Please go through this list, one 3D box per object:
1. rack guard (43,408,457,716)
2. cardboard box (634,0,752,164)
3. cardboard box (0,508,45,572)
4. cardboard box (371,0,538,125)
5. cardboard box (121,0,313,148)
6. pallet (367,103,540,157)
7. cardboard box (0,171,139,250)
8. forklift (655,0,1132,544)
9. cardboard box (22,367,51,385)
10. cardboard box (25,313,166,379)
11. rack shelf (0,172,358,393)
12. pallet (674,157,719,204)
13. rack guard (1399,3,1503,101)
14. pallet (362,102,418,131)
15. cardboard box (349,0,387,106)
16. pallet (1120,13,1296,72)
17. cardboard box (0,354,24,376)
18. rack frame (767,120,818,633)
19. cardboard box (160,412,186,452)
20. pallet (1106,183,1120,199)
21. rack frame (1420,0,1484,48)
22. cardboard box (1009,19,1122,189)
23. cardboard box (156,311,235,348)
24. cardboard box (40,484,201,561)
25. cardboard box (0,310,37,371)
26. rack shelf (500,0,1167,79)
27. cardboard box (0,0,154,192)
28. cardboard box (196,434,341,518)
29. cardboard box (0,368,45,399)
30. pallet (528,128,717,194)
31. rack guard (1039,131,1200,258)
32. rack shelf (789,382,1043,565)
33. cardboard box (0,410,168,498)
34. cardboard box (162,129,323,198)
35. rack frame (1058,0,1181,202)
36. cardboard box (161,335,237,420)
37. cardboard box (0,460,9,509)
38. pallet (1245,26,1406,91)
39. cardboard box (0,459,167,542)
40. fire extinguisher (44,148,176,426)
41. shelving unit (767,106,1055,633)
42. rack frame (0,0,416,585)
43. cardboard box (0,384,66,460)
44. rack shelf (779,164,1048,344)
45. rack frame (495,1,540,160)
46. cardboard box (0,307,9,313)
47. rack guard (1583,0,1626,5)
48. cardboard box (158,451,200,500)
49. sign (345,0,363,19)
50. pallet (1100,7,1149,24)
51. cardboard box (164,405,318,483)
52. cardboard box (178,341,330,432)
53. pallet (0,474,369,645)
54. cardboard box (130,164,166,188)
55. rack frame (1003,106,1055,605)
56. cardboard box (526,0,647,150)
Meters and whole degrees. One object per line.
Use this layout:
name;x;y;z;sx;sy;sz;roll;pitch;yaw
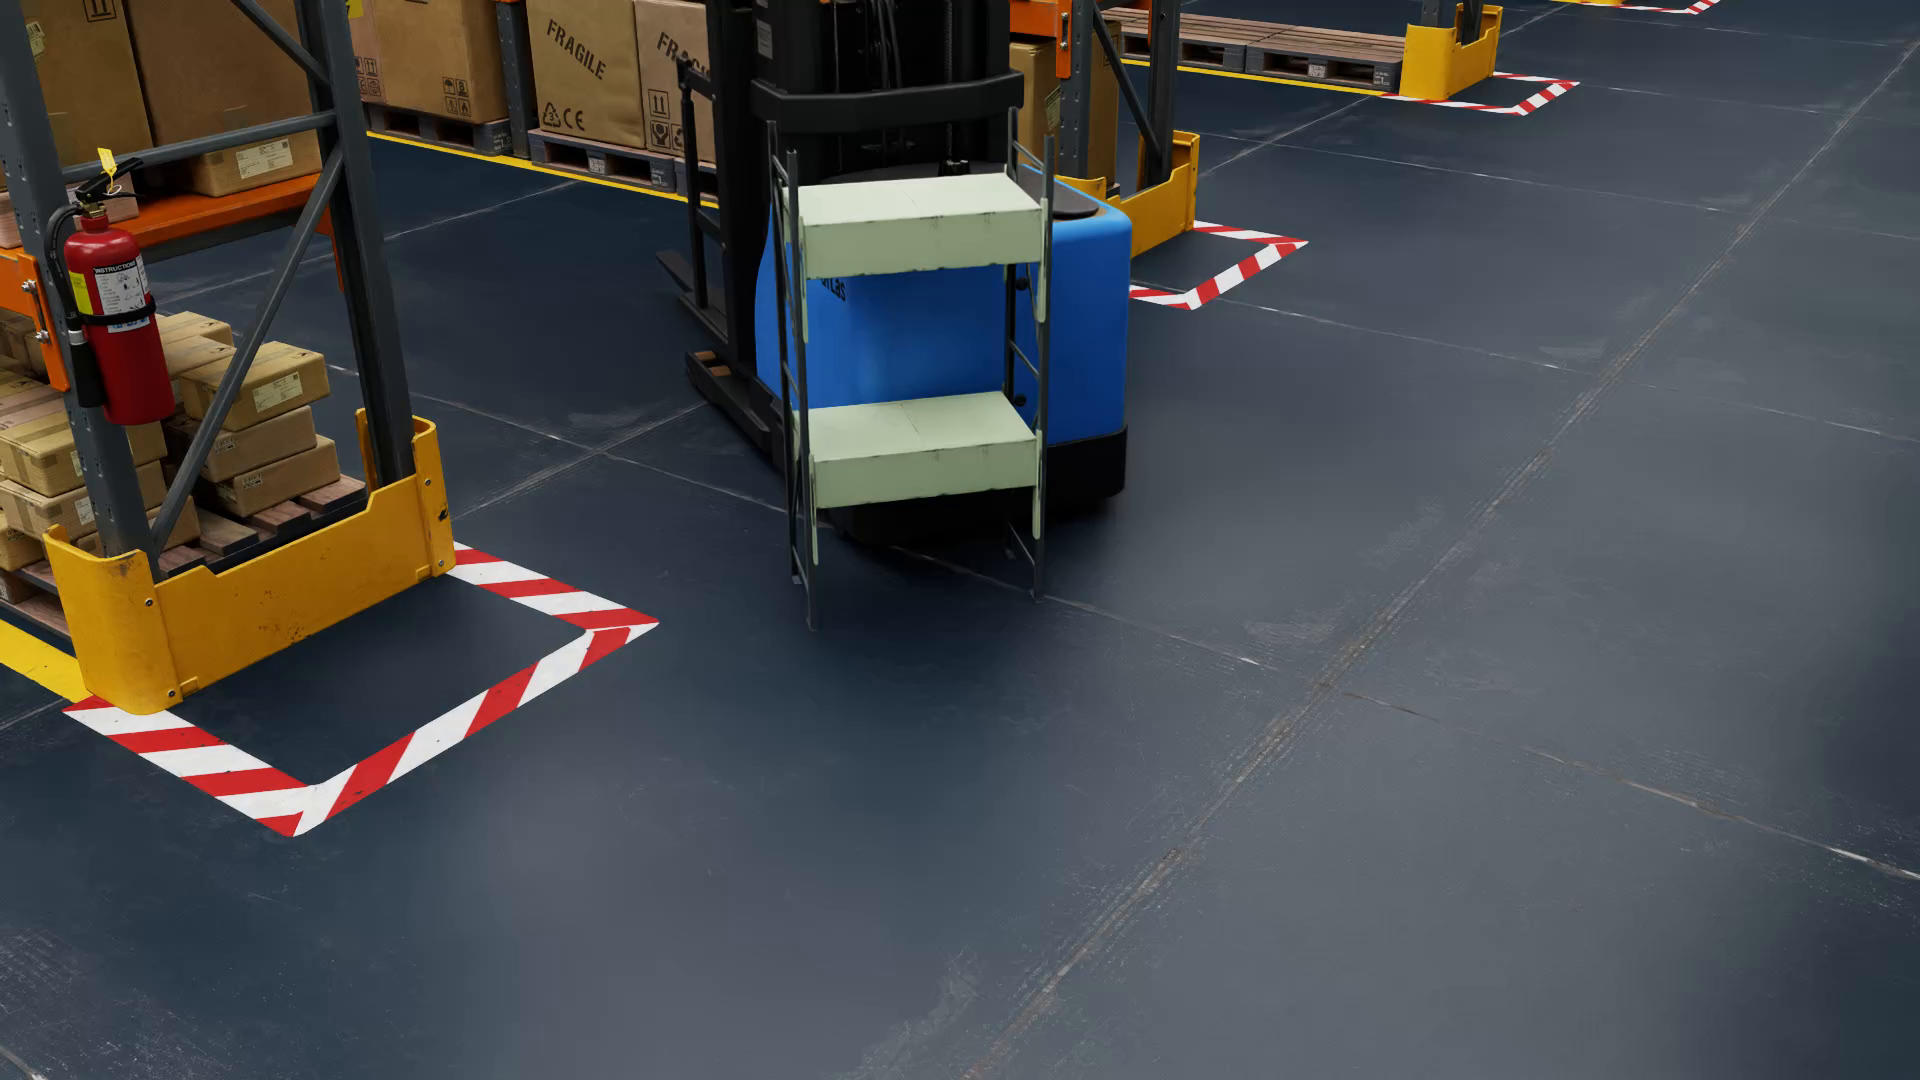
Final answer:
rack guard;-2.139;0.029;5.142;0.348;0.500;1.175;17;32;30
cardboard box;-1.241;-2.731;9.688;0.875;0.875;0.875;17;32;30
cardboard box;-2.897;-0.067;5.255;0.250;0.149;0.380;18;32;32
cardboard box;-3.021;-3.318;10.842;0.875;0.875;1.225;17;32;30
cardboard box;-2.290;-1.461;4.876;0.500;0.500;0.500;19;33;33
pallet;-3.160;-2.848;11.114;1.213;0.211;1.003;17;32;30
cardboard box;-2.505;-0.931;4.550;0.250;0.149;0.380;17;32;30
forklift;-0.500;-1.933;6.317;1.130;2.935;3.031;-12;29;-23
cardboard box;-3.231;-0.605;5.985;0.250;0.149;0.380;16;31;28
cardboard box;-2.997;-0.680;5.803;0.250;0.149;0.380;16;31;28
rack shelf;-3.725;-1.258;5.709;4.000;0.370;1.077;17;32;30
pallet;-0.889;-2.141;9.724;1.213;0.211;1.003;17;32;30
rack guard;3.647;-3.630;12.332;0.348;0.500;1.175;17;32;30
pallet;-4.170;-3.161;11.729;1.213;0.211;1.003;17;32;30
cardboard box;-3.758;-3.547;11.293;0.875;0.875;1.225;16;31;29
pallet;1.960;-4.043;13.461;1.213;0.211;1.003;17;32;30
cardboard box;-3.294;-0.484;5.417;0.250;0.149;0.380;16;31;28
rack frame;-0.503;-0.467;5.014;0.023;1.500;0.400;-7;28;-13
cardboard box;-2.556;-0.437;5.653;0.250;0.149;0.380;17;32;30
pallet;0.112;-1.827;9.107;1.213;0.211;1.003;17;32;30
rack frame;3.620;-4.745;11.768;0.127;3.000;1.000;17;32;30
cardboard box;0.243;-2.268;8.780;0.875;0.875;0.875;17;32;30
cardboard box;-2.746;-0.647;5.739;0.250;0.149;0.380;17;32;30
cardboard box;-2.628;-0.039;5.200;0.250;0.149;0.380;18;32;31
cardboard box;-3.221;-0.755;5.950;0.250;0.149;0.380;19;32;32
rack shelf;-0.833;-3.087;9.301;4.000;0.370;1.077;17;32;30
cardboard box;-2.592;-1.262;4.484;0.500;0.500;0.500;18;32;31
cardboard box;-2.327;-0.236;5.587;0.250;0.149;0.380;18;32;31
cardboard box;-3.116;-0.393;5.240;0.250;0.149;0.380;17;31;29
pallet;-1.899;-2.454;10.339;1.213;0.211;1.003;17;32;30
rack guard;0.835;-1.774;8.684;0.348;0.500;1.175;17;32;30
rack shelf;-0.148;-0.218;5.243;0.720;0.370;0.431;-7;28;-13
cardboard box;-2.656;-0.288;5.034;0.250;0.149;0.380;18;32;31
cardboard box;-2.158;-1.159;4.998;0.250;0.149;0.380;17;32;30
rack frame;0.815;-2.894;8.129;0.127;3.000;1.000;17;32;30
cardboard box;-2.611;-0.535;5.517;0.250;0.149;0.380;18;32;31
cardboard box;-2.858;-0.231;5.248;0.250;0.149;0.380;16;31;29
pallet;2.962;-3.729;12.845;1.213;0.211;1.003;17;32;30
cardboard box;-2.673;-0.143;5.077;0.250;0.149;0.380;16;31;29
fire extinguisher;-2.130;-0.628;4.172;0.183;0.674;0.296;17;32;30
shelving unit;-0.148;-0.508;5.095;0.755;1.500;0.431;-7;28;-13
rack frame;-2.076;-1.065;4.536;0.127;3.000;1.000;17;32;30
cardboard box;-2.831;-0.374;5.203;0.250;0.149;0.380;18;32;31
rack shelf;-0.148;-0.856;4.918;0.720;0.370;0.431;-7;28;-13
rack frame;-2.482;-3.921;10.147;0.127;3.000;1.000;17;32;30
cardboard box;-3.412;-0.839;6.116;0.250;0.149;0.380;18;32;31
rack guard;6.365;-5.502;16.010;0.348;0.500;1.175;17;32;30
cardboard box;-2.589;-0.273;5.659;0.250;0.149;0.380;17;32;30
sign;-1.769;-1.654;4.739;0.005;0.325;0.100;17;32;30
pallet;0.951;-4.356;14.076;1.213;0.211;1.003;17;32;30
cardboard box;-2.363;-0.345;5.473;0.250;0.149;0.380;19;32;32
cardboard box;-2.316;-0.509;5.467;0.250;0.149;0.380;16;31;28
pallet;-2.788;-0.064;5.643;1.213;0.211;1.003;17;32;30
cardboard box;-2.391;-1.209;5.096;0.250;0.149;0.380;19;32;32
rack frame;0.206;-0.550;5.176;0.023;1.500;0.400;-7;28;-13
cardboard box;-1.983;-2.962;10.142;0.875;0.875;0.875;17;32;30
